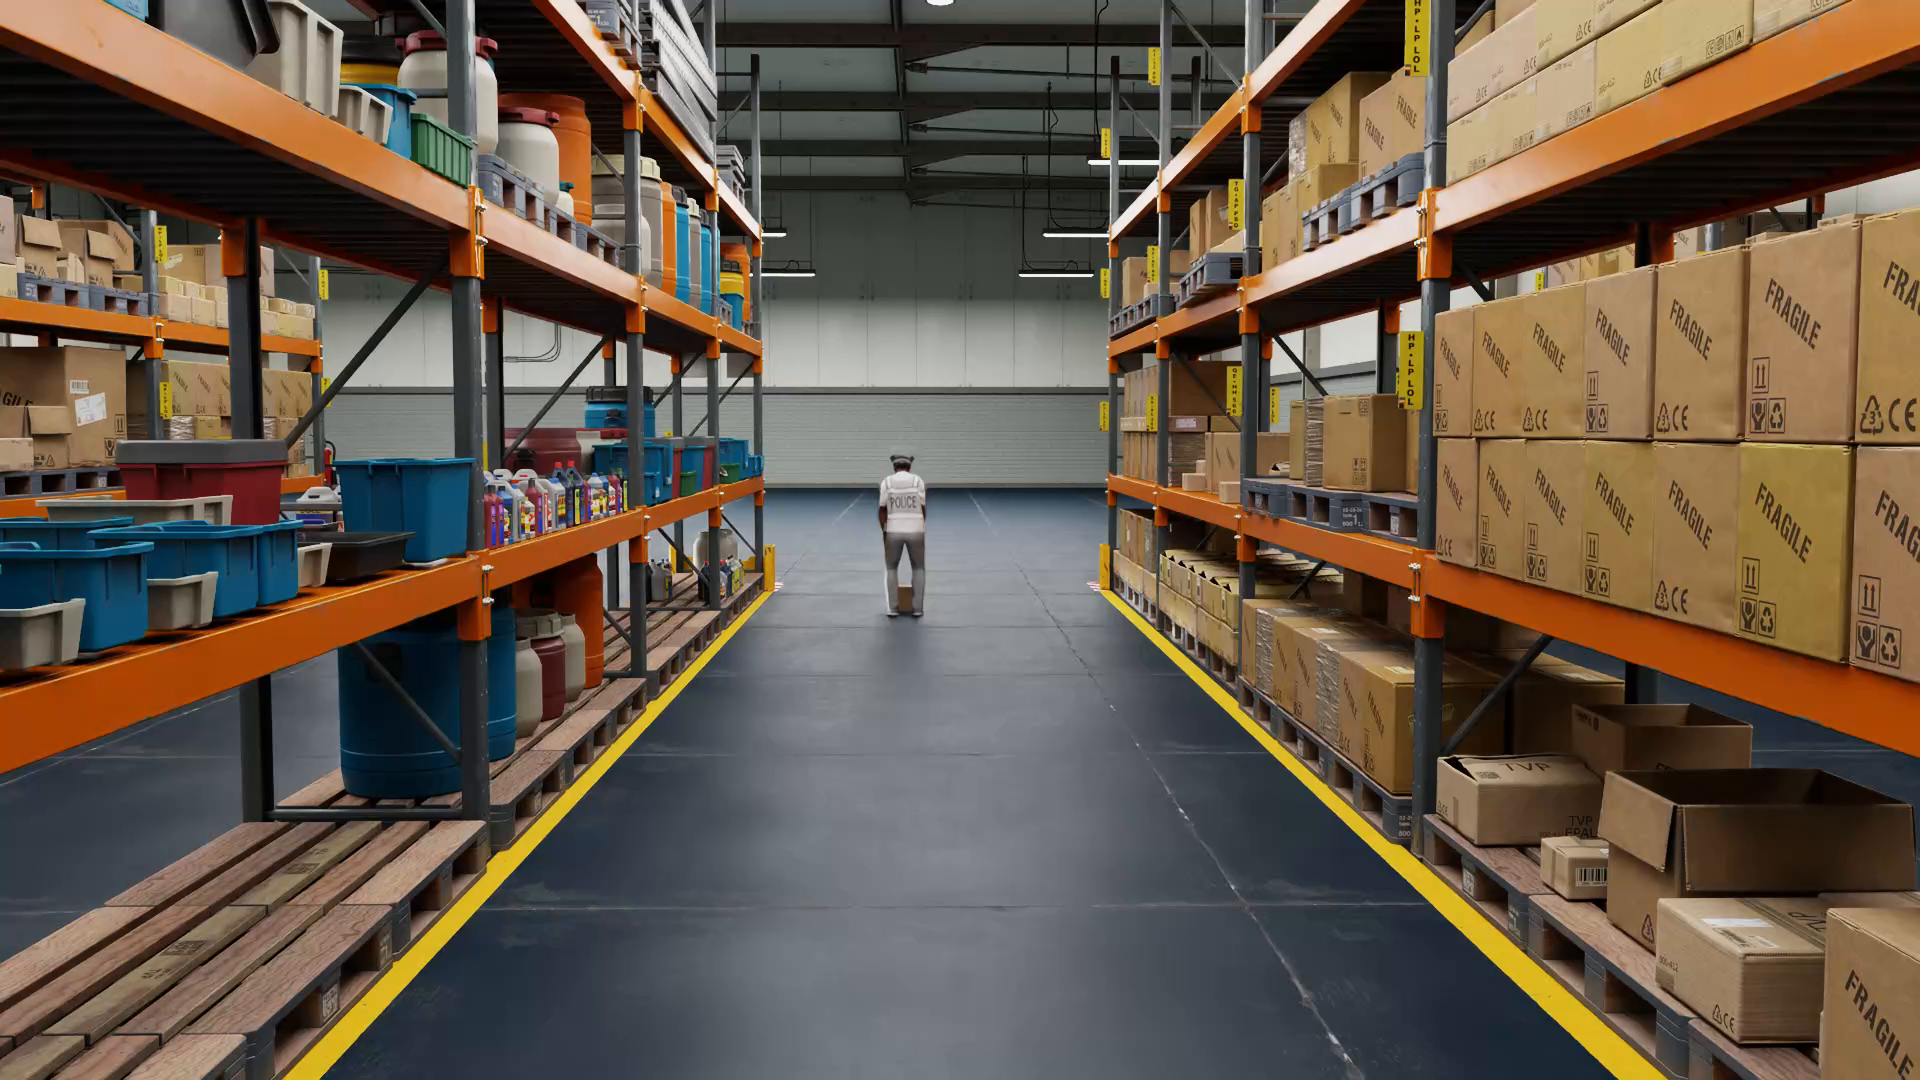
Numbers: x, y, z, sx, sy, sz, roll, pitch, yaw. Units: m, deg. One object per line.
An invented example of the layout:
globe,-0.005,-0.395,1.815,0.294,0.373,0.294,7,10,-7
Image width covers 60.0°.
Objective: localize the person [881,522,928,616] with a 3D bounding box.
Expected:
person,-0.546,0.275,16.440,0.463,0.922,0.907,0,4,-4
